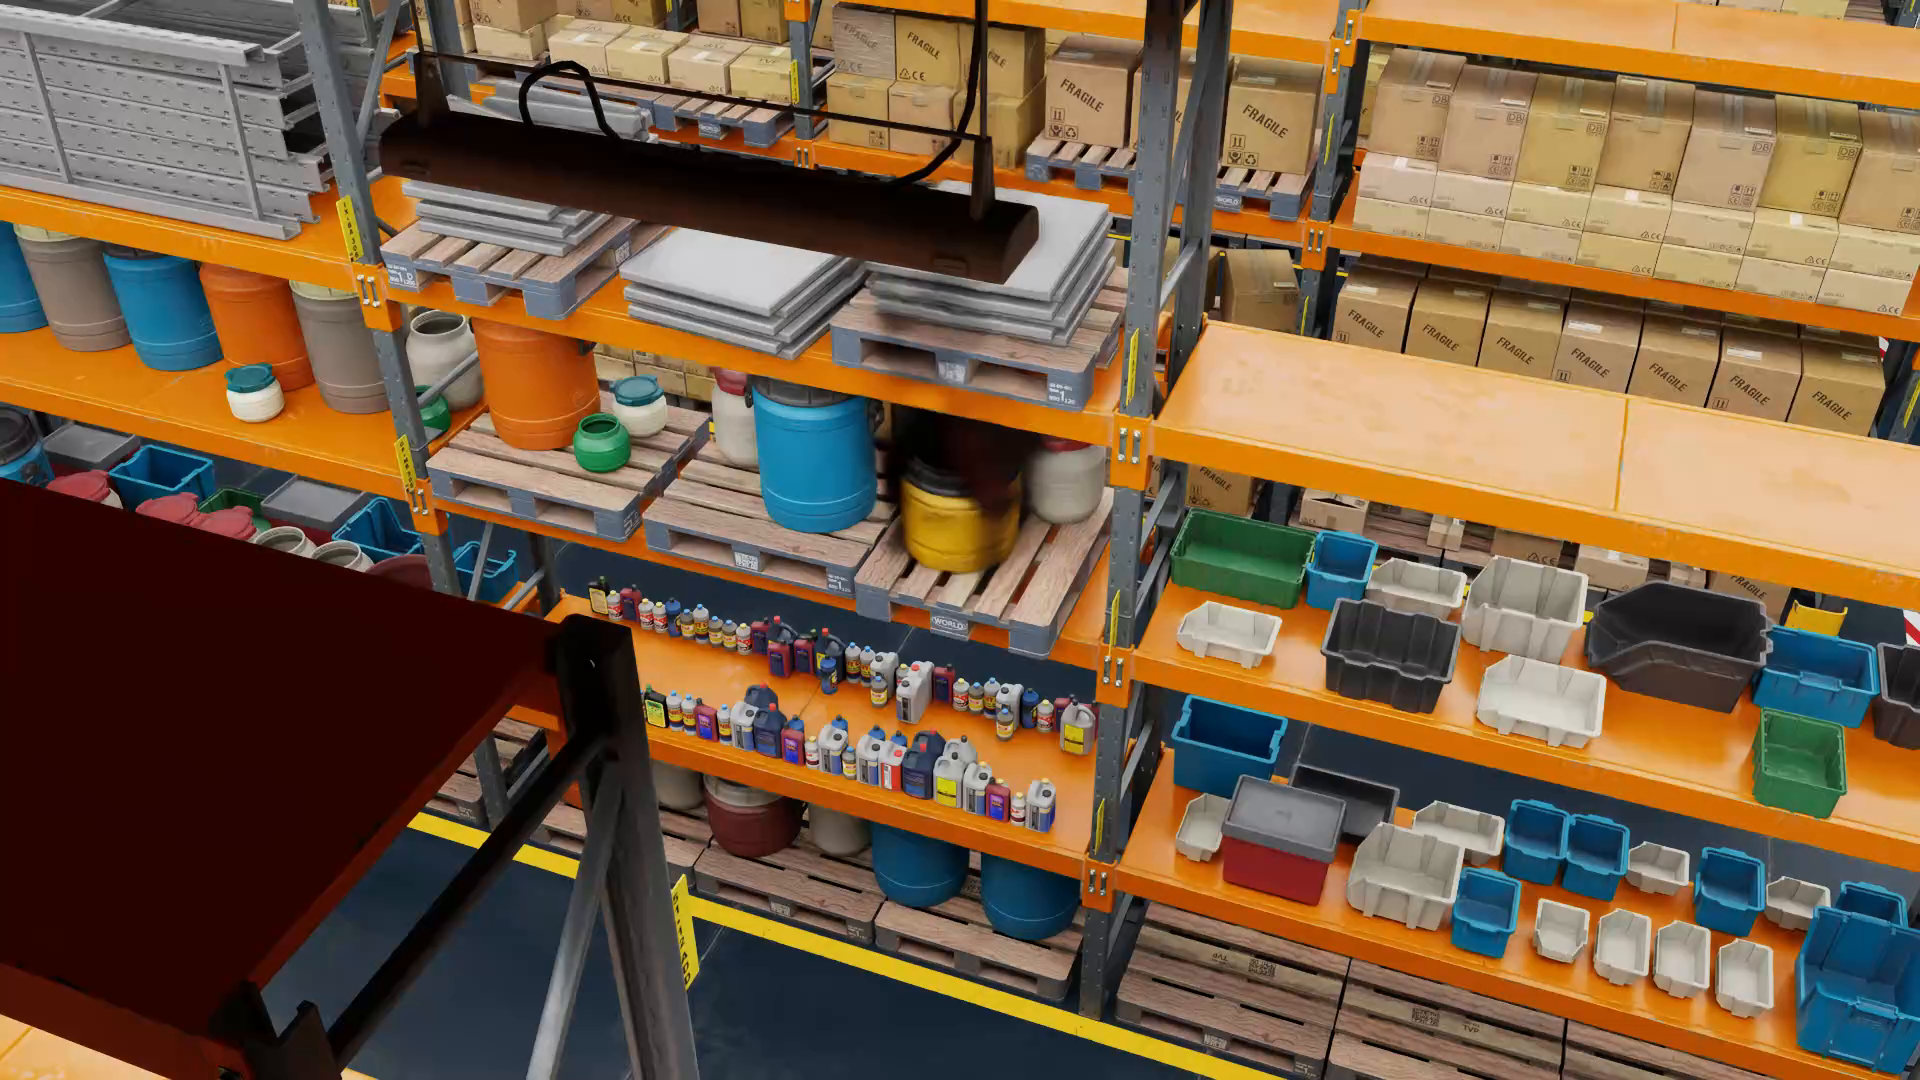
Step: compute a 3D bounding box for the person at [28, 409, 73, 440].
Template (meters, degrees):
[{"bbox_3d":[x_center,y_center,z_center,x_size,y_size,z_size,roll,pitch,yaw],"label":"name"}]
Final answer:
[{"bbox_3d":[-7.469,-1.131,13.607,0.555,1.539,0.522,9,38,13],"label":"person"}]
